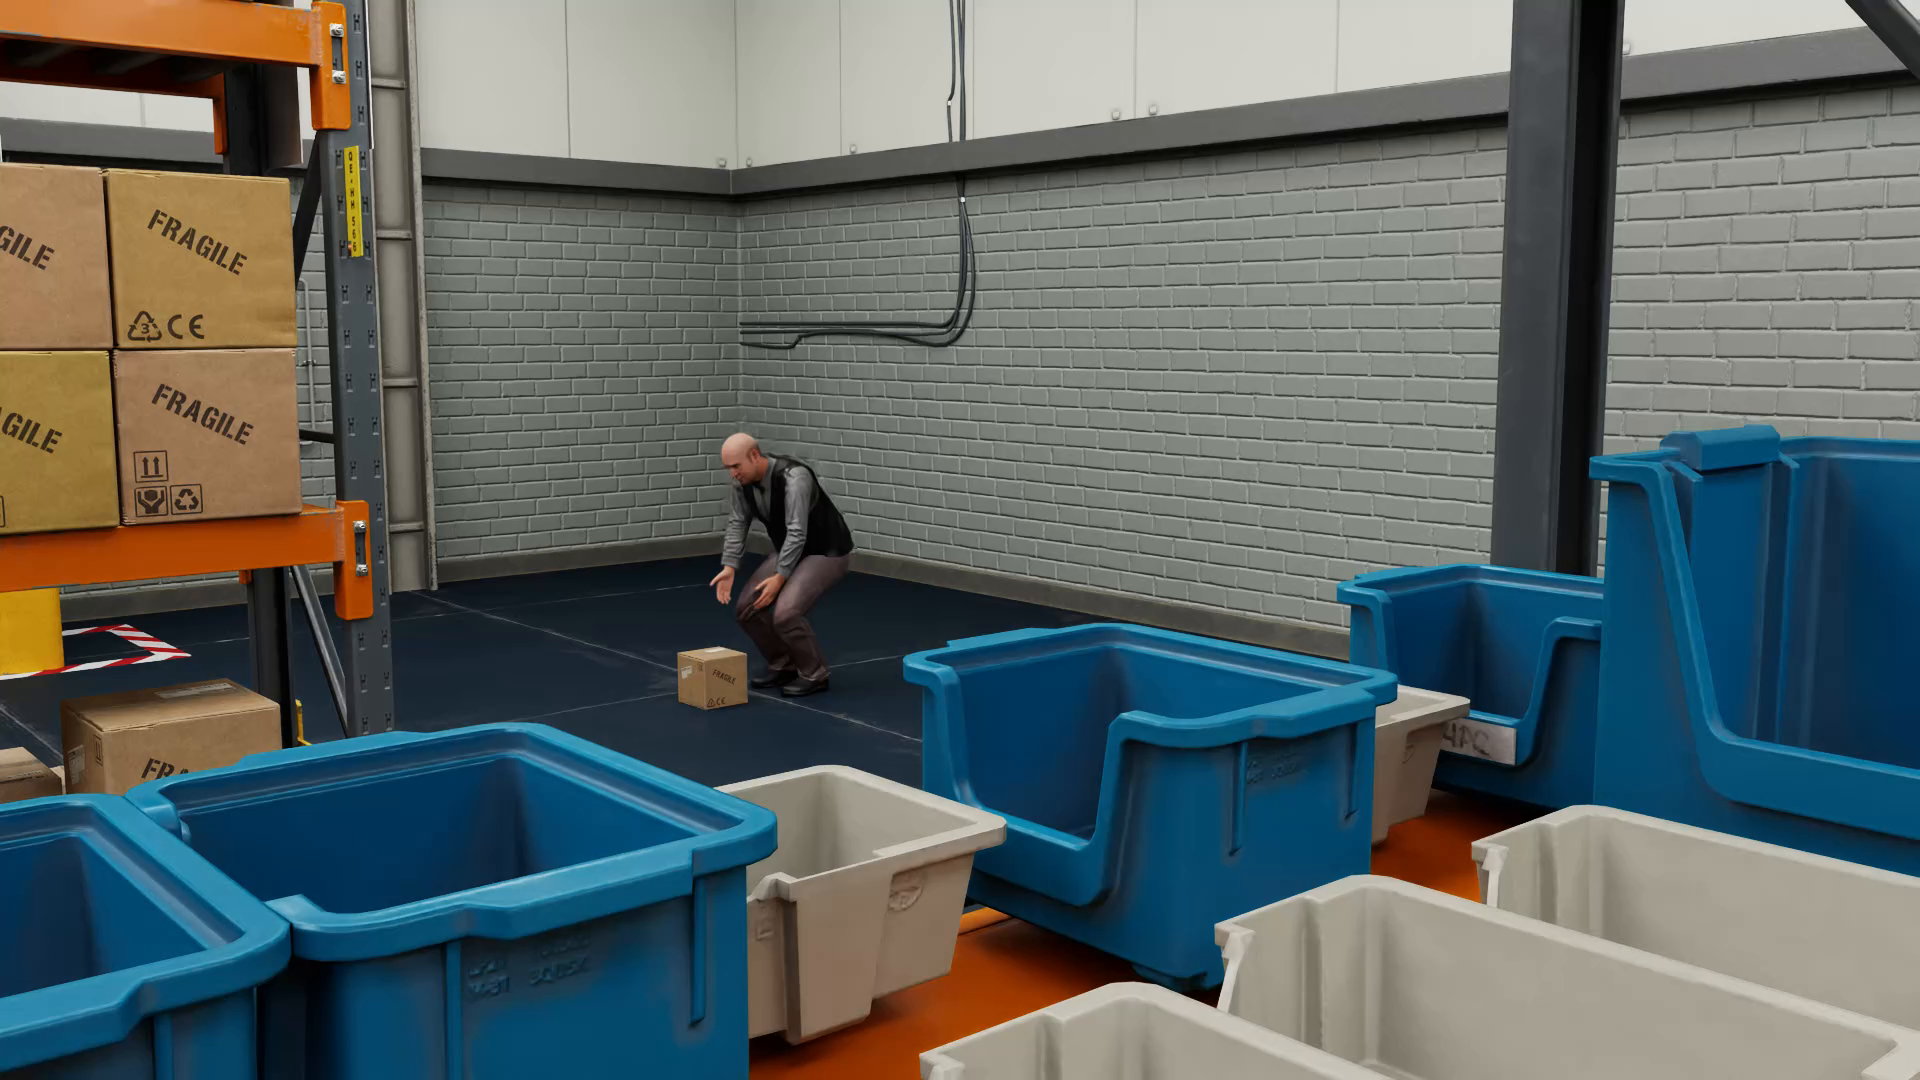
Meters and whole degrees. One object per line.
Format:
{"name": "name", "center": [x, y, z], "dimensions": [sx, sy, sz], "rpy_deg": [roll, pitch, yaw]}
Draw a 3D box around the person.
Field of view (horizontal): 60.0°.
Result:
{"name": "person", "center": [-0.887, 0.115, 8.478], "dimensions": [0.743, 1.345, 0.590], "rpy_deg": [-6, 10, -41]}
